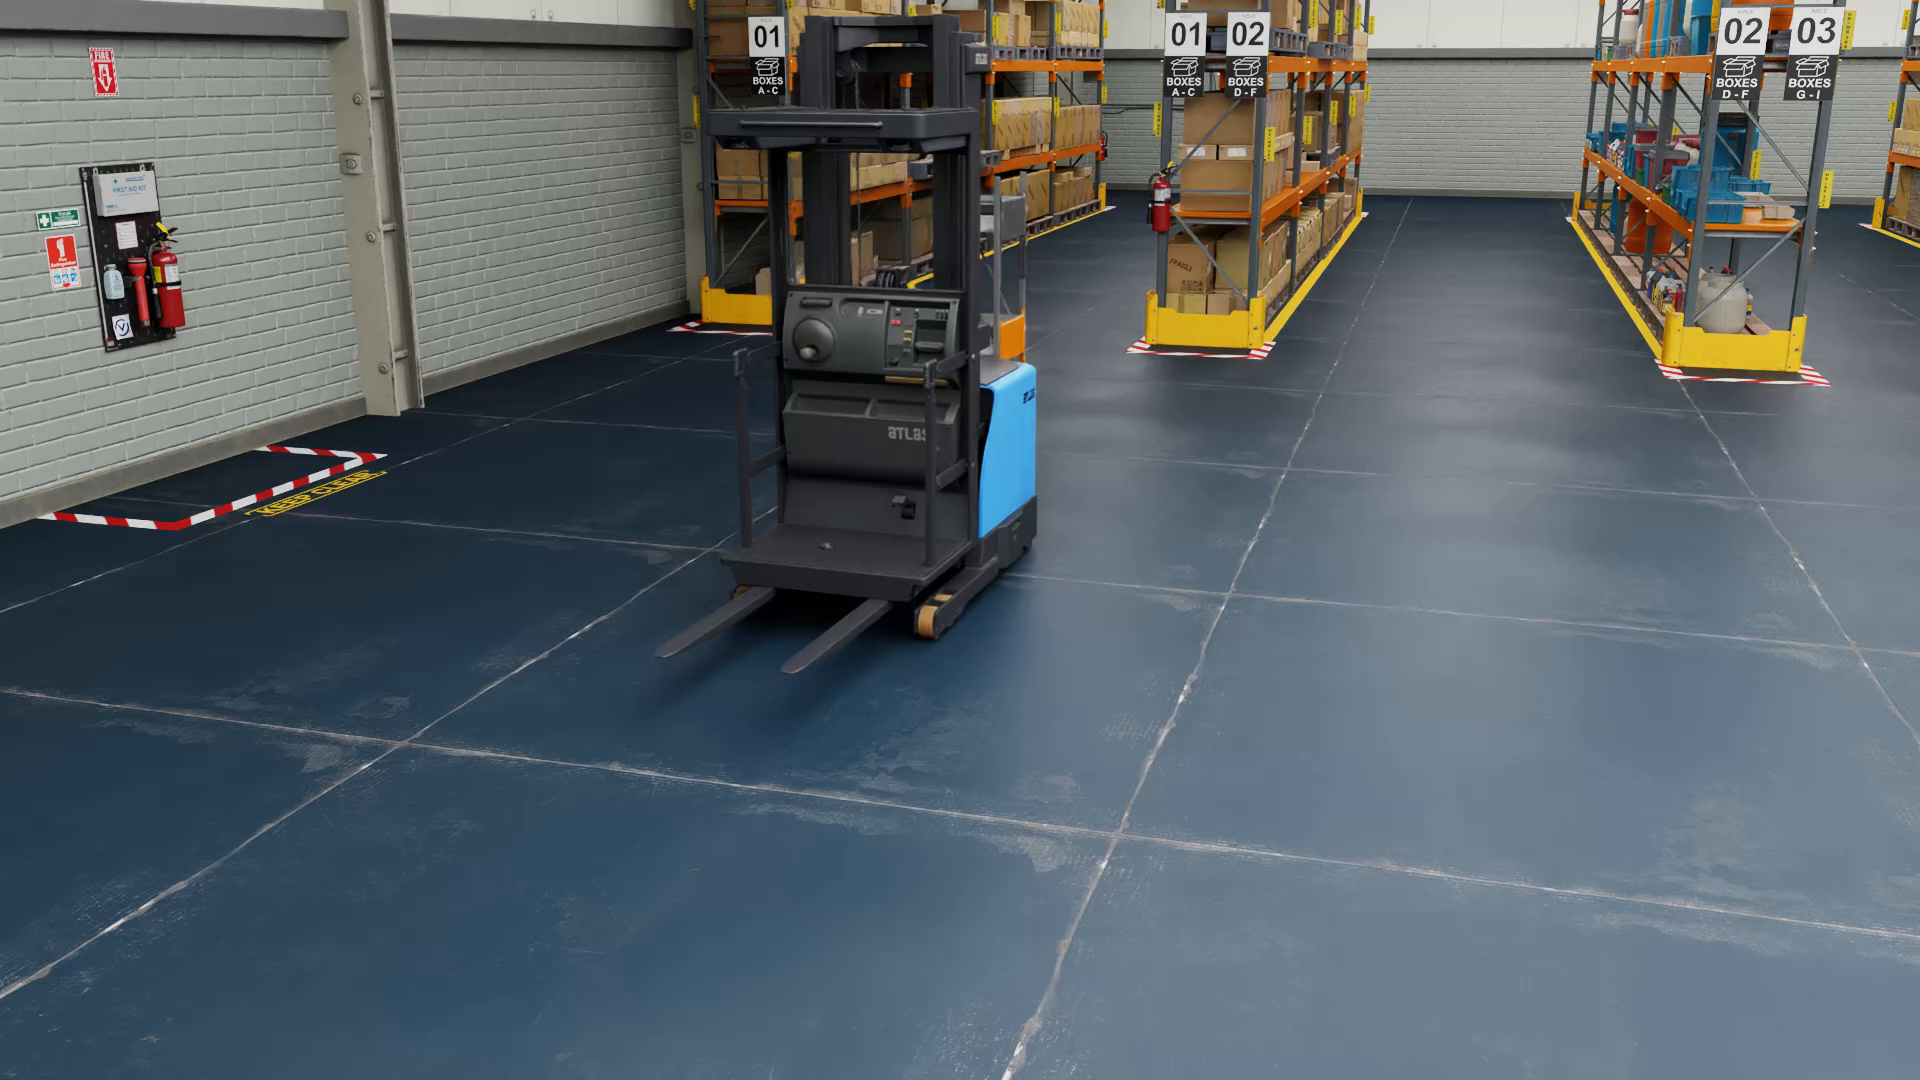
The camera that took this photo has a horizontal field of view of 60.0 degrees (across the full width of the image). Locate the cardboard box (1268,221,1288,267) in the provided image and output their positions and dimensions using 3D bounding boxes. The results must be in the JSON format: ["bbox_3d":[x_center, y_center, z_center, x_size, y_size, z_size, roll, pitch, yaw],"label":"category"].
[{"bbox_3d":[3.539,-3.454,19.405,0.500,0.500,0.500,5,16,16],"label":"cardboard box"}]

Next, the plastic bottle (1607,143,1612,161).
[{"bbox_3d":[10.042,-5.973,25.628,0.097,0.271,0.097,0,16,0],"label":"plastic bottle"}]

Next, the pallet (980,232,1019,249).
[{"bbox_3d":[0.297,-4.771,26.262,1.003,0.211,1.213,5,16,16],"label":"pallet"}]

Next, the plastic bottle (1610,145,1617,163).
[{"bbox_3d":[9.877,-5.797,24.996,0.152,0.276,0.135,5,16,16],"label":"plastic bottle"}]

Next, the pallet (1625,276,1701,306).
[{"bbox_3d":[8.549,-2.964,19.892,1.003,0.211,1.213,5,16,16],"label":"pallet"}]

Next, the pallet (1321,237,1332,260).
[{"bbox_3d":[5.000,-4.379,24.883,1.003,0.211,1.213,5,16,16],"label":"pallet"}]

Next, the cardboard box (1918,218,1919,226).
[{"bbox_3d":[15.905,-5.388,26.451,0.875,0.875,0.875,5,16,16],"label":"cardboard box"}]

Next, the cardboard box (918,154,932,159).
[{"bbox_3d":[-0.792,-5.401,22.385,0.700,0.500,0.500,6,17,22],"label":"cardboard box"}]

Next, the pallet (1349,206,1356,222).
[{"bbox_3d":[6.778,-6.051,30.778,1.003,0.211,1.213,5,16,16],"label":"pallet"}]

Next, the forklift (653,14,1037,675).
[{"bbox_3d":[-0.520,-1.051,8.164,1.130,2.935,3.031,5,17,19],"label":"forklift"}]

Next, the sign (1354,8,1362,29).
[{"bbox_3d":[6.422,-8.414,26.832,0.100,0.325,0.005,5,16,16],"label":"sign"}]

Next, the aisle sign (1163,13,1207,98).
[{"bbox_3d":[2.178,-4.692,16.110,0.394,0.787,0.004,5,16,16],"label":"aisle sign"}]

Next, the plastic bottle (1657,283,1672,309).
[{"bbox_3d":[7.465,-2.566,17.566,0.152,0.276,0.135,4,16,14],"label":"plastic bottle"}]

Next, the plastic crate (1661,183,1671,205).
[{"bbox_3d":[7.707,-3.662,17.631,0.450,0.188,0.662,5,16,16],"label":"plastic crate"}]

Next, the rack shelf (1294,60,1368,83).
[{"bbox_3d":[6.457,-8.195,29.047,1.077,0.370,4.000,5,16,16],"label":"rack shelf"}]

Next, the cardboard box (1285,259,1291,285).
[{"bbox_3d":[3.693,-3.223,19.965,0.500,0.250,0.500,5,16,16],"label":"cardboard box"}]

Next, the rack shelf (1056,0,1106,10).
[{"bbox_3d":[1.706,-9.829,30.043,1.077,0.370,4.000,5,16,16],"label":"rack shelf"}]

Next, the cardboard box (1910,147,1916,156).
[{"bbox_3d":[15.742,-6.328,27.102,0.380,0.149,0.250,4,16,15],"label":"cardboard box"}]

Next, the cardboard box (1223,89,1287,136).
[{"bbox_3d":[3.353,-4.905,19.066,0.700,0.500,0.500,5,16,16],"label":"cardboard box"}]

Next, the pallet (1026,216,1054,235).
[{"bbox_3d":[0.991,-5.409,28.513,1.003,0.211,1.213,5,16,16],"label":"pallet"}]

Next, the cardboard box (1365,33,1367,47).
[{"bbox_3d":[7.124,-9.079,30.202,0.500,0.250,0.500,5,16,16],"label":"cardboard box"}]

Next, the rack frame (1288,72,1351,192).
[{"bbox_3d":[5.888,-6.575,27.514,1.000,3.000,0.127,5,16,16],"label":"rack frame"}]

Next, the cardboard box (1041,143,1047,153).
[{"bbox_3d":[1.264,-6.669,28.268,0.380,0.149,0.250,5,17,17],"label":"cardboard box"}]

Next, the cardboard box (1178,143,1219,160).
[{"bbox_3d":[2.404,-3.911,16.747,0.380,0.149,0.250,4,16,15],"label":"cardboard box"}]

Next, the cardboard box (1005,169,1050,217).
[{"bbox_3d":[1.078,-5.946,28.465,0.750,0.750,0.750,5,17,17],"label":"cardboard box"}]

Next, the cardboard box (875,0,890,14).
[{"bbox_3d":[-1.164,-6.550,19.876,0.500,0.500,0.500,6,17,19],"label":"cardboard box"}]

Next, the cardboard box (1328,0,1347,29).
[{"bbox_3d":[5.990,-8.677,27.413,0.700,0.500,0.500,5,16,16],"label":"cardboard box"}]

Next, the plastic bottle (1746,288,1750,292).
[{"bbox_3d":[8.122,-2.463,17.189,0.061,0.283,0.133,5,17,17],"label":"plastic bottle"}]

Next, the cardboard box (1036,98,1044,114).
[{"bbox_3d":[1.096,-7.245,27.735,0.500,0.250,0.500,5,17,17],"label":"cardboard box"}]

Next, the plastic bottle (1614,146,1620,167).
[{"bbox_3d":[9.621,-5.609,24.320,0.061,0.283,0.133,5,16,16],"label":"plastic bottle"}]

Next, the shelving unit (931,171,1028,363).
[{"bbox_3d":[0.118,-1.103,9.871,0.431,2.100,0.503,5,17,19],"label":"shelving unit"}]

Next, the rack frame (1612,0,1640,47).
[{"bbox_3d":[10.636,-9.076,25.337,1.000,3.000,0.127,5,16,16],"label":"rack frame"}]

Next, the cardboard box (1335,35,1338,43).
[{"bbox_3d":[5.136,-7.406,24.763,0.910,0.500,0.500,5,16,16],"label":"cardboard box"}]

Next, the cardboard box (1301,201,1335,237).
[{"bbox_3d":[5.446,-4.903,25.393,0.500,0.500,0.500,4,16,15],"label":"cardboard box"}]

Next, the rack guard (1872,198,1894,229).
[{"bbox_3d":[16.529,-5.656,28.855,1.175,0.500,0.348,5,16,16],"label":"rack guard"}]

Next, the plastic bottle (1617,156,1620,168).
[{"bbox_3d":[9.515,-5.454,23.926,0.097,0.201,0.097,0,16,0],"label":"plastic bottle"}]

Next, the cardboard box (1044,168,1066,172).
[{"bbox_3d":[1.801,-6.976,31.548,0.380,0.149,0.250,5,17,16],"label":"cardboard box"}]

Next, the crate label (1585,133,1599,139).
[{"bbox_3d":[11.387,-7.146,29.722,0.416,0.233,0.303,5,16,16],"label":"crate label"}]

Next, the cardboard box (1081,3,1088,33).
[{"bbox_3d":[2.035,-9.507,30.300,0.500,0.500,0.500,4,16,13],"label":"cardboard box"}]

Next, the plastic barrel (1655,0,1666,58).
[{"bbox_3d":[8.485,-6.102,19.431,0.600,0.901,0.600,0,16,0],"label":"plastic barrel"}]

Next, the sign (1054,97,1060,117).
[{"bbox_3d":[1.661,-7.438,28.578,0.100,0.325,0.005,5,16,16],"label":"sign"}]

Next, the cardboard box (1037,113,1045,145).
[{"bbox_3d":[1.113,-6.885,27.840,0.500,0.500,0.500,5,17,16],"label":"cardboard box"}]

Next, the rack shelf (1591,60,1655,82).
[{"bbox_3d":[11.205,-7.810,27.689,1.077,0.370,4.000,5,16,16],"label":"rack shelf"}]

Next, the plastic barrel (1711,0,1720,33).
[{"bbox_3d":[7.428,-5.094,15.681,0.600,0.588,0.600,0,16,0],"label":"plastic barrel"}]

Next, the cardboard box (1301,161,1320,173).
[{"bbox_3d":[4.761,-5.151,22.953,0.380,0.149,0.250,5,16,16],"label":"cardboard box"}]

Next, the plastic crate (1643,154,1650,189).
[{"bbox_3d":[8.378,-4.402,19.881,0.392,0.384,0.575,5,16,16],"label":"plastic crate"}]

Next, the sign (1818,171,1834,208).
[{"bbox_3d":[7.752,-3.140,14.895,0.100,0.325,0.005,5,16,16],"label":"sign"}]

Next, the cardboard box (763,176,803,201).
[{"bbox_3d":[-1.829,-3.859,18.177,0.500,0.250,0.500,4,16,14],"label":"cardboard box"}]

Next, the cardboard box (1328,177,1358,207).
[{"bbox_3d":[7.107,-6.469,30.915,0.500,0.500,0.500,5,16,16],"label":"cardboard box"}]

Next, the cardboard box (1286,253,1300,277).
[{"bbox_3d":[3.967,-3.448,20.757,0.500,0.250,0.500,4,16,15],"label":"cardboard box"}]

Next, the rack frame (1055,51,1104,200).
[{"bbox_3d":[2.275,-8.005,32.554,1.000,3.000,0.127,5,16,16],"label":"rack frame"}]

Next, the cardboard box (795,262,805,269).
[{"bbox_3d":[-1.827,-3.060,19.242,0.500,0.311,0.500,6,17,20],"label":"cardboard box"}]
